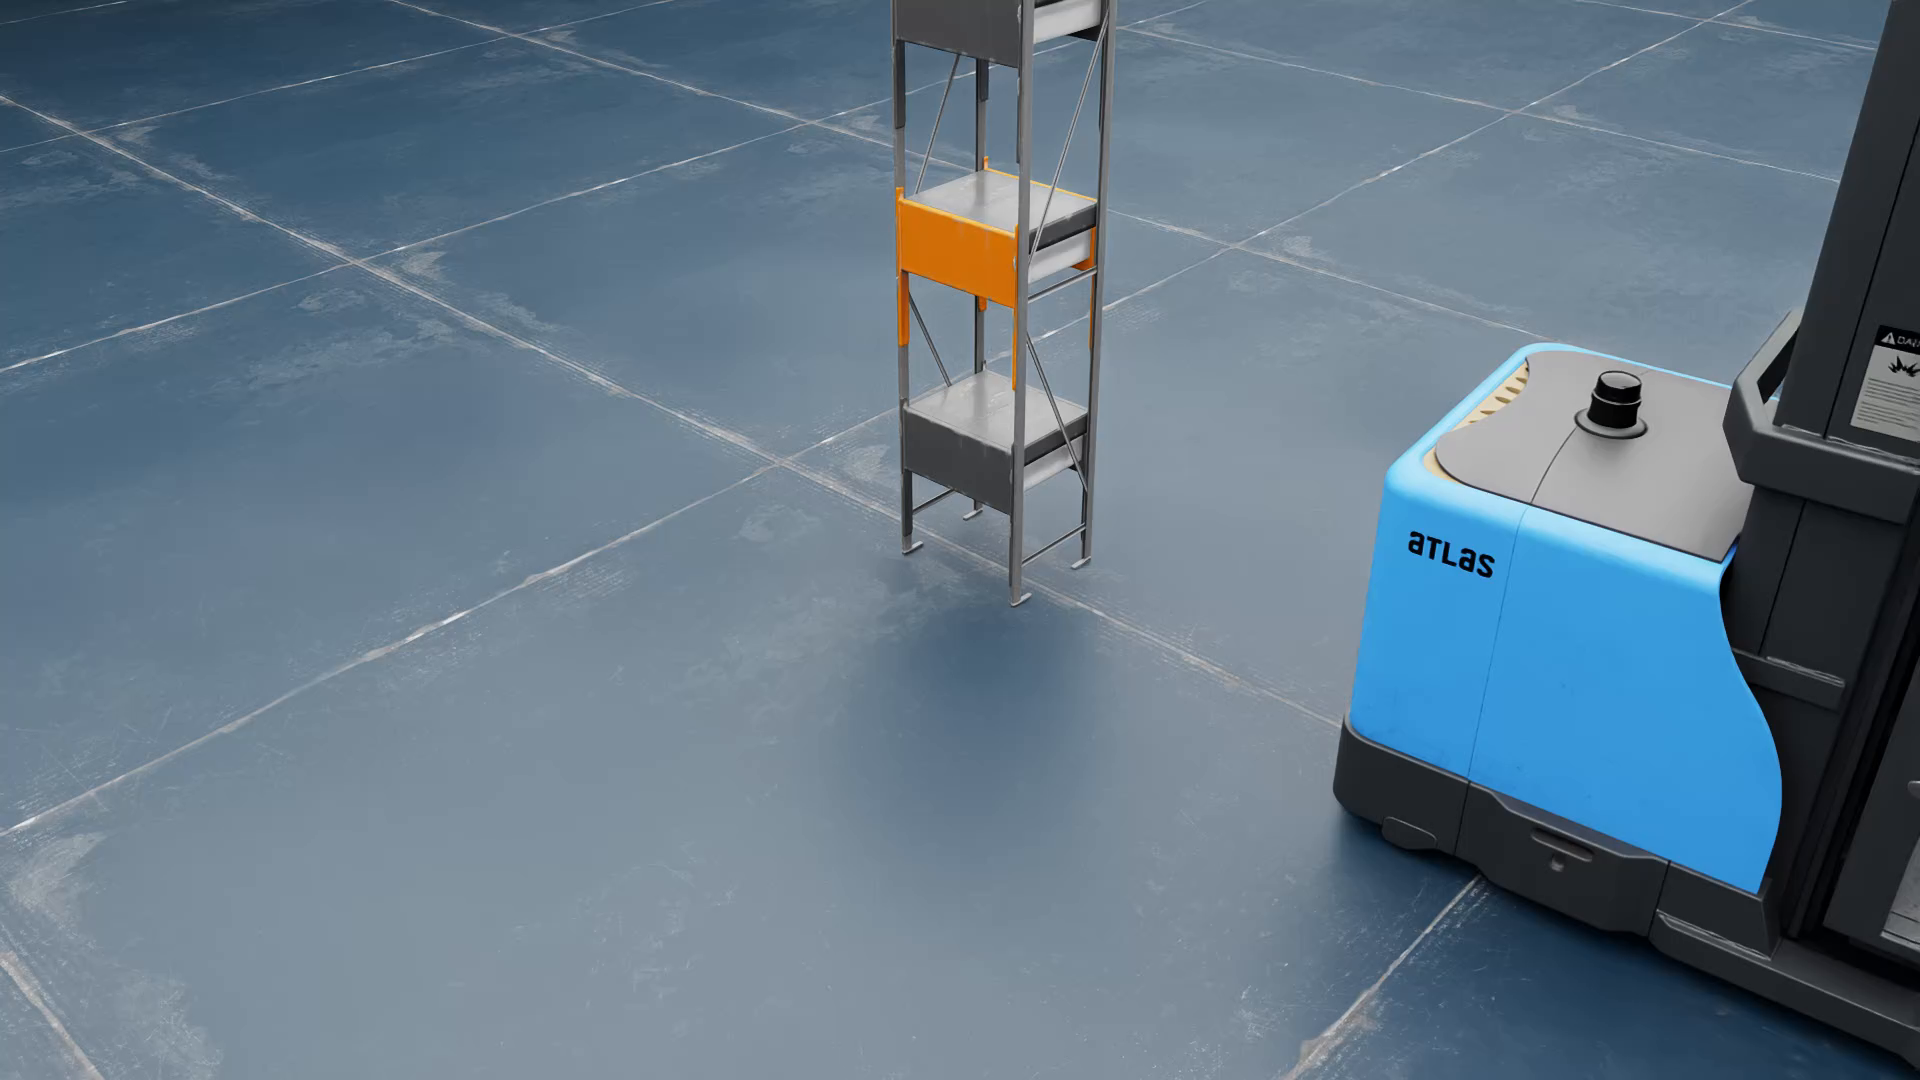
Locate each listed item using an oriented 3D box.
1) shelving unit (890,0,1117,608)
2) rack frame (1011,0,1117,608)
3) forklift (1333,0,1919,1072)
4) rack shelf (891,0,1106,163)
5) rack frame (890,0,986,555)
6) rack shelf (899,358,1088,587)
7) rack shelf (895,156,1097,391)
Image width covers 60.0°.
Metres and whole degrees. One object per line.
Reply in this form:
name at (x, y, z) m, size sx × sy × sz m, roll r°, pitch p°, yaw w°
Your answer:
shelving unit at (0.123, -0.842, 5.113) m, size 0.503 × 2.100 × 0.431 m, roll 25°, pitch 39°, yaw 35°
rack frame at (0.304, -0.758, 4.973) m, size 0.015 × 2.100 × 0.400 m, roll 25°, pitch 39°, yaw 35°
forklift at (2.490, -0.249, 3.322) m, size 3.031 × 2.935 × 1.130 m, roll 21°, pitch 37°, yaw 31°
rack shelf at (0.123, -1.430, 4.759) m, size 0.480 × 0.518 × 0.431 m, roll 25°, pitch 39°, yaw 35°
rack frame at (-0.058, -0.927, 5.254) m, size 0.015 × 2.100 × 0.400 m, roll 25°, pitch 39°, yaw 35°
rack shelf at (0.123, -0.231, 5.481) m, size 0.480 × 0.518 × 0.431 m, roll 25°, pitch 39°, yaw 35°
rack shelf at (0.123, -0.831, 5.120) m, size 0.480 × 0.518 × 0.431 m, roll 25°, pitch 39°, yaw 35°
